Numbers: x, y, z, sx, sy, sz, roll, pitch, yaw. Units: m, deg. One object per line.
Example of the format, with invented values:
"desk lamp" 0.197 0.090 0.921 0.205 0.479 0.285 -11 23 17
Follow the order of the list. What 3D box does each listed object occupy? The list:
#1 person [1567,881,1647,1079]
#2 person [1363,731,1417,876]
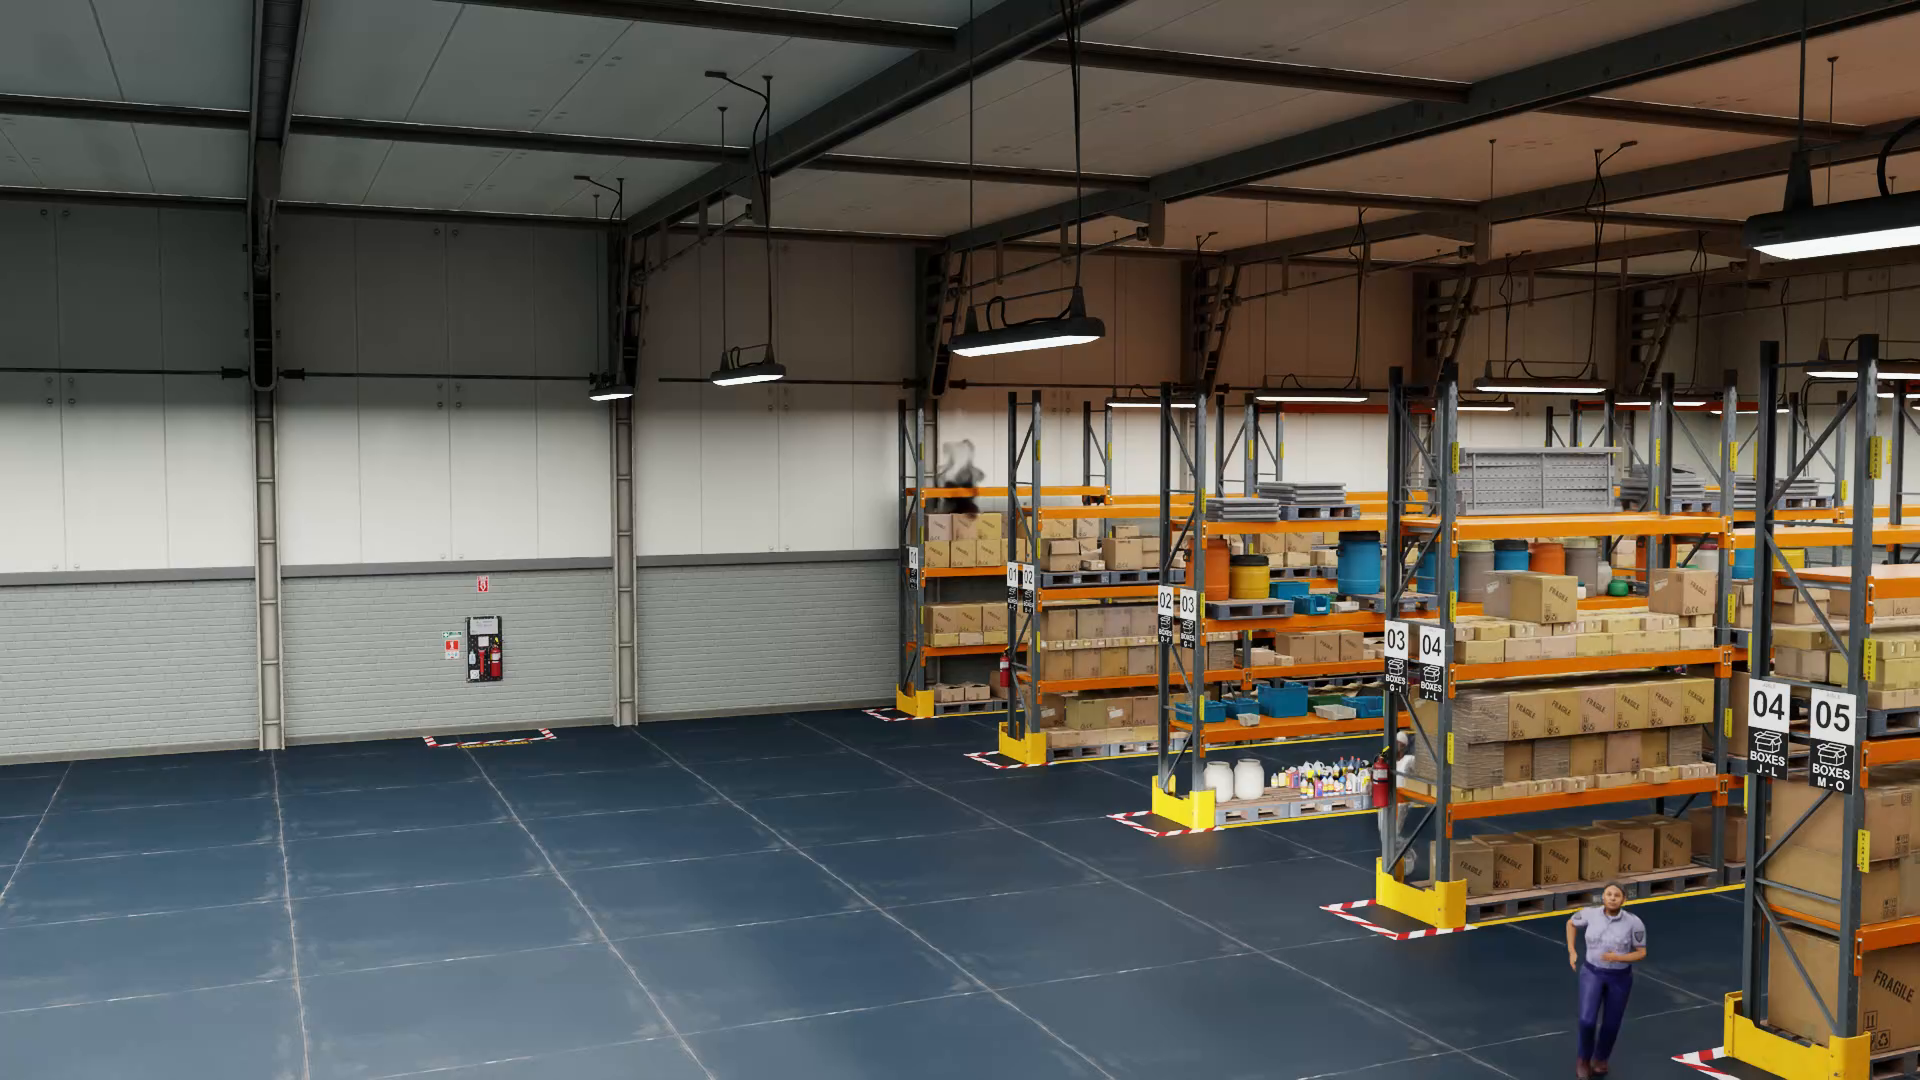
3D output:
"person" 5.225 3.578 13.444 0.592 1.633 0.617 1 4 17
"person" 5.113 3.132 19.663 0.589 1.737 0.669 -2 4 -29
